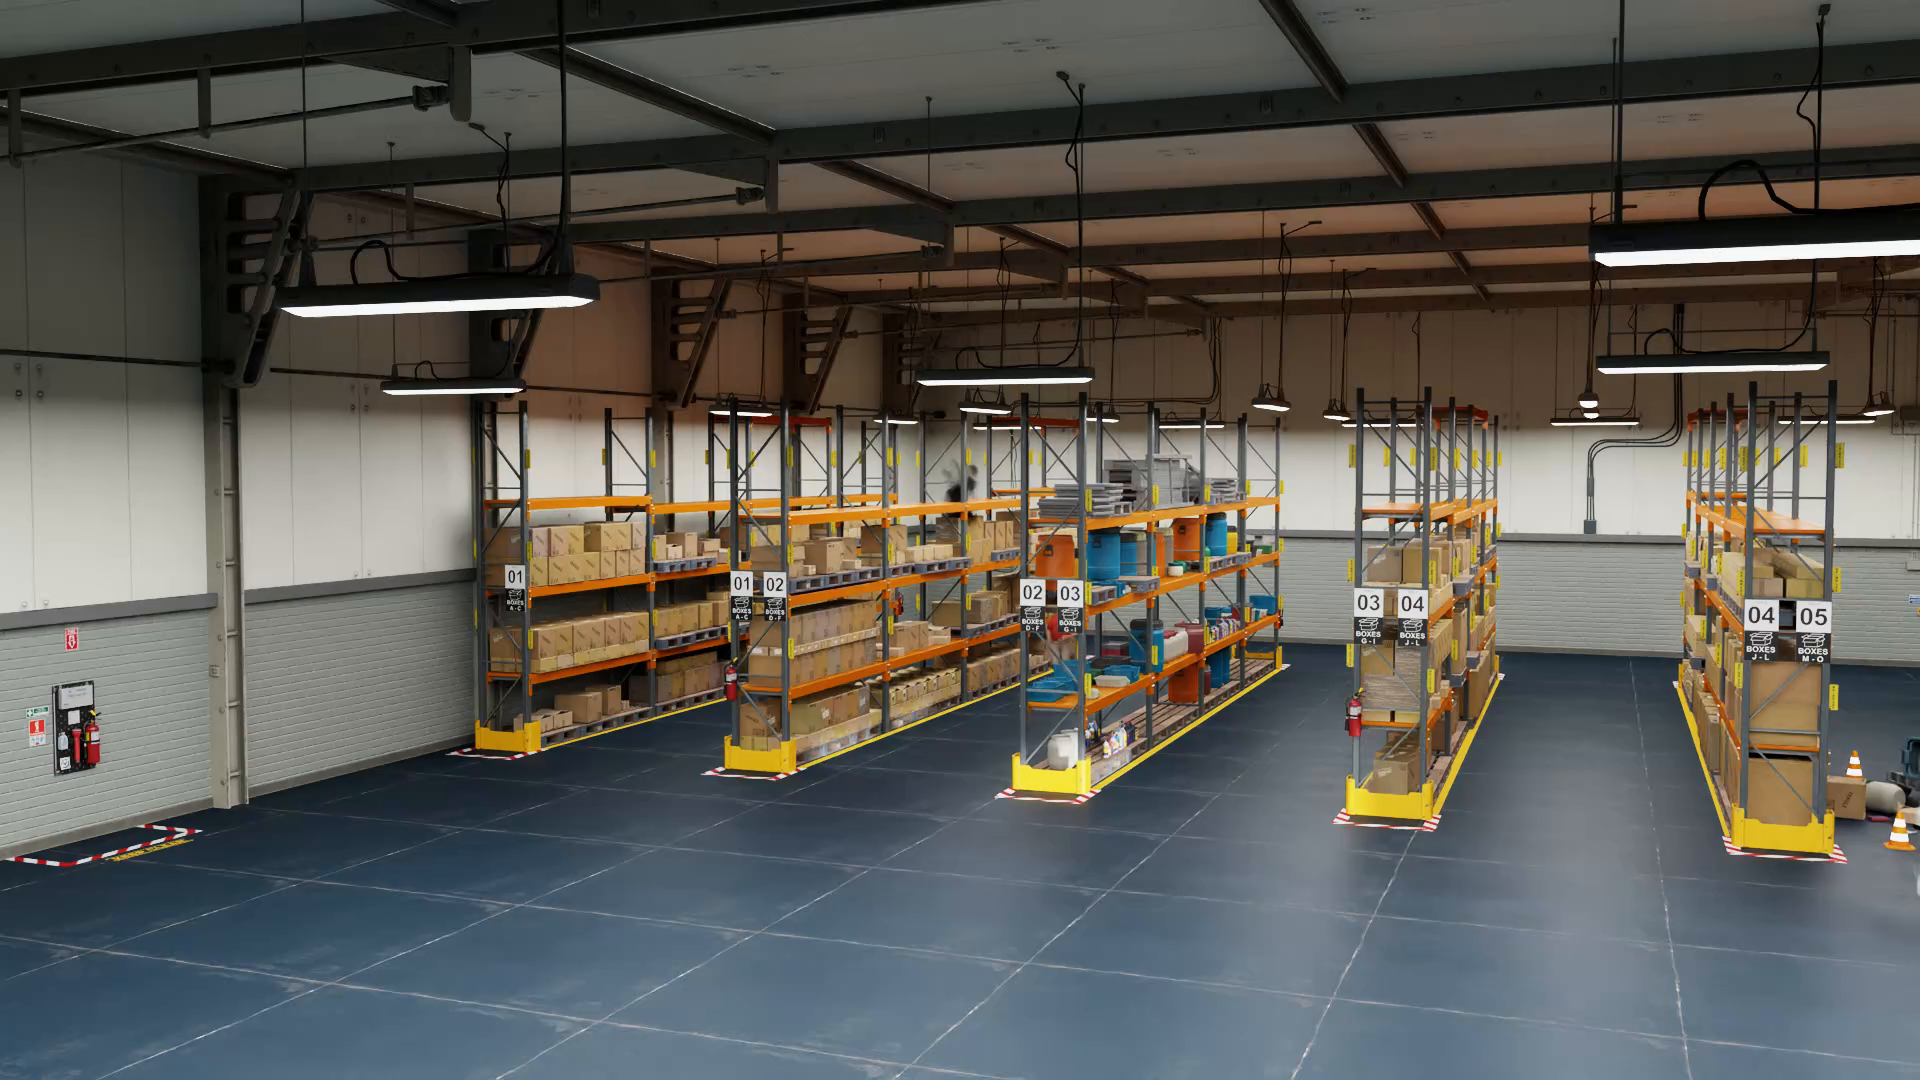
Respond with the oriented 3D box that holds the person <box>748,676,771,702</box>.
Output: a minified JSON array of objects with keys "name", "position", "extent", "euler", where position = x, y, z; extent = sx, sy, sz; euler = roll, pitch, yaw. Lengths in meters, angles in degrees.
[{"name":"person","position":[-3.587,2.737,30.017],"extent":[0.575,1.604,0.570],"euler":[1,3,17]}]

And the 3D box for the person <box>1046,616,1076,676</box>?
[{"name":"person","position":[2.053,2.214,34.152],"extent":[0.646,1.718,0.597],"euler":[0,3,10]}]
